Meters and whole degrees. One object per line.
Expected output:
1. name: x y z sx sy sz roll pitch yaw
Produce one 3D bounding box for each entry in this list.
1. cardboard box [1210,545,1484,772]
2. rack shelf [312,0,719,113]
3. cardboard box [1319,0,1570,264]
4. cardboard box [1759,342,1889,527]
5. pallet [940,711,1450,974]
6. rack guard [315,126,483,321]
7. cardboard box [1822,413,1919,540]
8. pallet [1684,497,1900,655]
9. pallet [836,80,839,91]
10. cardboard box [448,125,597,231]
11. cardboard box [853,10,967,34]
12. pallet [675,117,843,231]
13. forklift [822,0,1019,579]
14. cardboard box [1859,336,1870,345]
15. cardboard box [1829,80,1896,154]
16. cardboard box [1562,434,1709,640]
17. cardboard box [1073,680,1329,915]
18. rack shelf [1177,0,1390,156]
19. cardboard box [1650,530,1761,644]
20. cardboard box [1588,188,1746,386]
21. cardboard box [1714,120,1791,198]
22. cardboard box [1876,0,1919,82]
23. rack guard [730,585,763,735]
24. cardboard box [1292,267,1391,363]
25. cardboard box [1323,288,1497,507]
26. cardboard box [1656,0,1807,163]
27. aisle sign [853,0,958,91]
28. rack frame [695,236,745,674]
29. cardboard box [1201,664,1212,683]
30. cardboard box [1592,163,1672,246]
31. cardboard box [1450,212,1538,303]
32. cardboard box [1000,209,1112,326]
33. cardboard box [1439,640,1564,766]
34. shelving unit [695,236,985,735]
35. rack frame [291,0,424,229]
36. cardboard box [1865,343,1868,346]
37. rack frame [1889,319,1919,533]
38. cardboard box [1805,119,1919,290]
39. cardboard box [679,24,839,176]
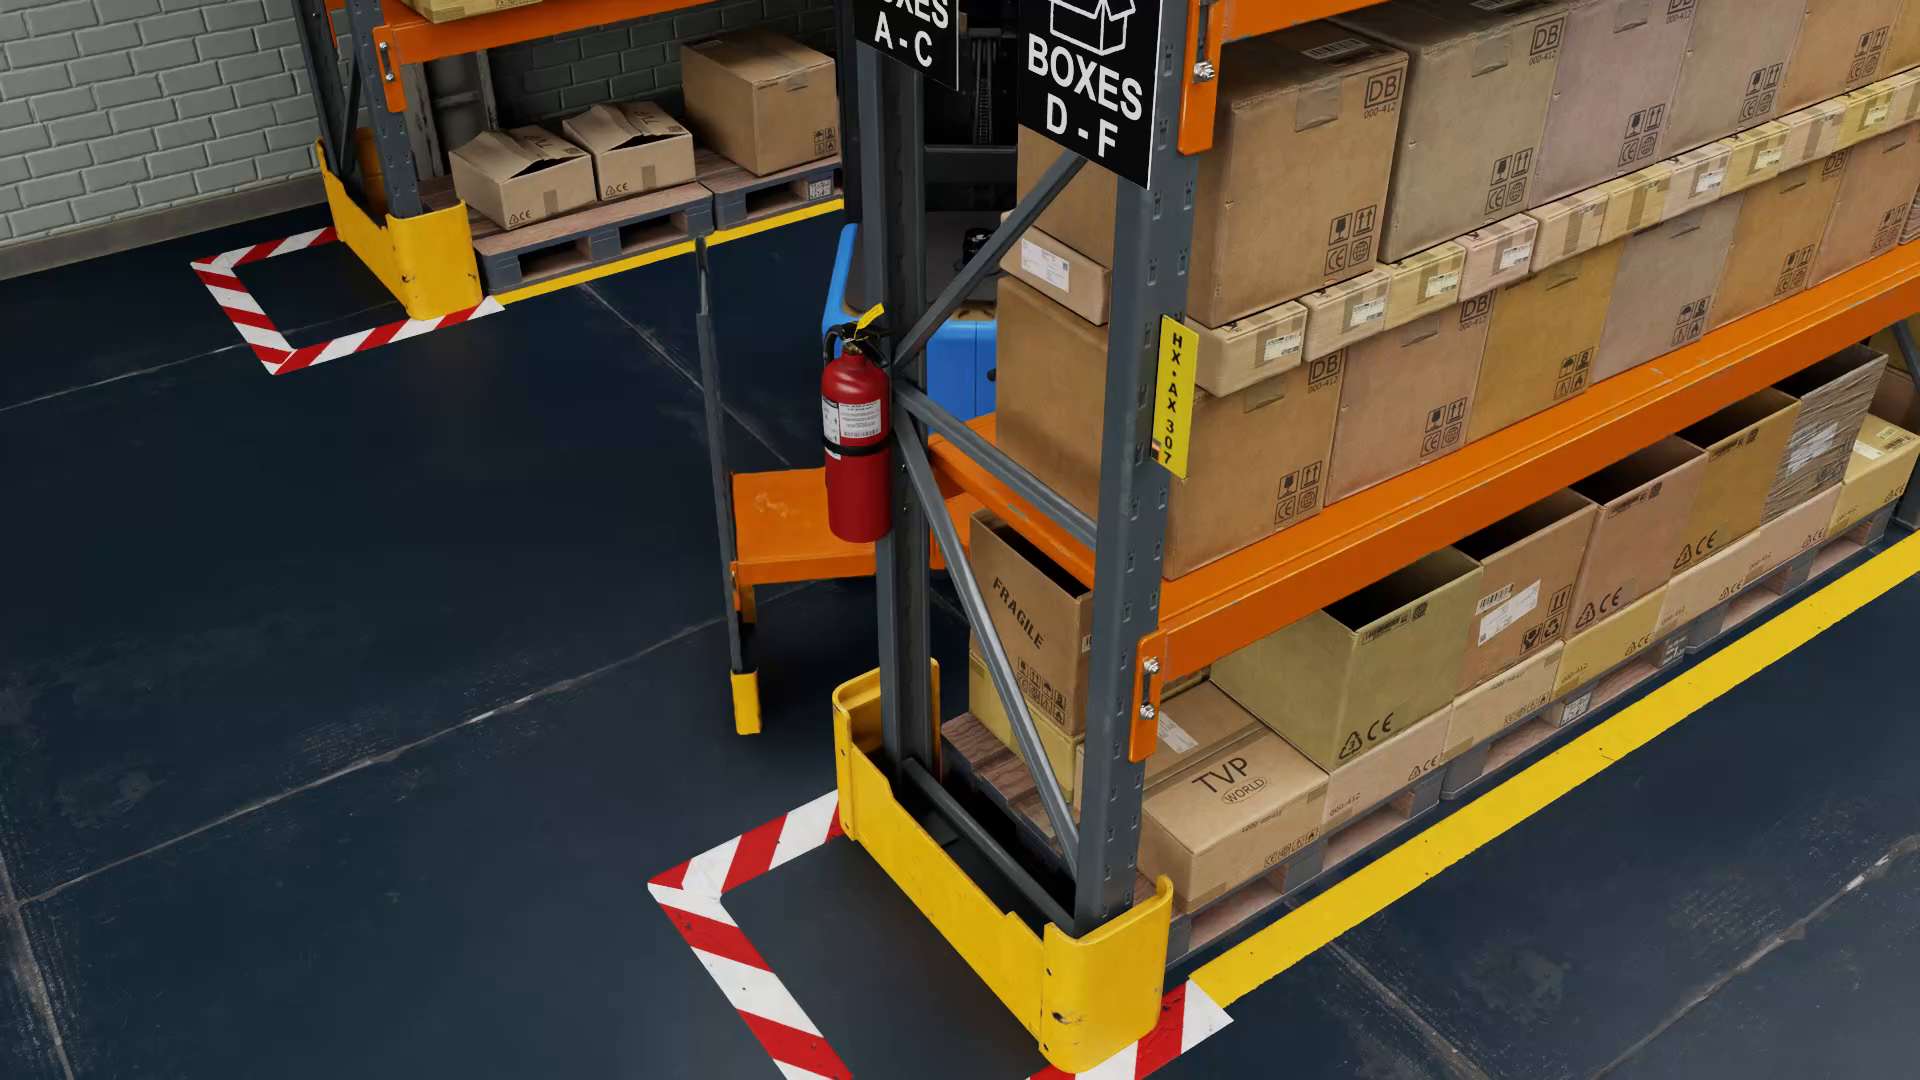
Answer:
1. cardboard box: 1.079 0.238 4.704 0.500 0.500 0.500 -22 41 -28
2. rack shelf: -1.117 -2.904 8.335 4.000 0.370 1.077 -22 41 -28
3. cardboard box: 0.963 -1.076 3.980 0.500 0.500 0.700 -24 42 -29
4. cardboard box: 2.705 -0.442 5.648 0.500 0.500 0.500 -22 41 -28
5. pallet: 0.705 0.694 5.104 1.213 0.211 1.003 -22 41 -28
6. rack guard: -2.690 -1.534 7.955 0.348 0.500 1.175 -22 41 -28
7. cardboard box: 3.121 -0.300 6.093 0.500 0.250 0.500 -22 41 -28
8. pallet: 2.700 -0.126 6.245 1.213 0.211 1.003 -22 41 -28
9. pallet: -0.011 -2.494 9.537 1.213 0.211 1.003 -22 41 -28
10. cardboard box: -2.135 -1.800 8.110 0.500 0.311 0.500 -28 44 -33
11. cardboard box: -0.308 -2.664 9.150 0.500 0.500 0.500 -26 43 -31
12. pallet: -1.009 -2.081 8.963 1.213 0.211 1.003 -22 41 -28
13. forklift: 0.103 -1.873 6.344 1.130 2.935 3.031 1 36 2
14. cardboard box: 3.540 -1.061 6.671 0.500 0.311 0.500 -22 41 -28
15. cardboard box: 2.442 -1.275 4.812 0.250 0.149 0.380 -23 41 -28
16. cardboard box: 1.899 -0.096 5.168 0.500 0.500 0.500 -22 41 -28
17. cardboard box: 0.671 0.711 4.687 0.500 0.250 0.500 -22 41 -28
18. rack shelf: 1.739 -1.759 4.174 4.000 0.370 1.077 -22 41 -28
19. cardboard box: 2.306 0.039 5.622 0.500 0.250 0.500 -22 41 -28
20. cardboard box: 1.757 -0.874 4.810 0.500 0.500 0.700 -21 41 -27
21. cardboard box: 2.021 -1.099 4.568 0.250 0.149 0.380 -21 41 -26
22. cardboard box: 2.603 -1.750 4.918 0.500 0.500 0.700 -22 41 -28
23. rack guard: -0.719 0.357 5.539 0.087 0.250 0.587 -5 36 -6
24. cardboard box: 0.764 -0.584 3.851 0.250 0.149 0.380 -24 42 -29
25. cardboard box: 0.920 -0.531 4.333 0.500 0.500 0.700 -21 41 -27
26. cardboard box: 1.784 -1.414 4.451 0.500 0.500 0.700 -22 41 -28
27. aisle sign: -0.118 -1.334 3.309 0.004 0.787 0.394 -22 41 -28
28. rack frame: -0.738 -0.149 5.172 0.032 1.500 0.500 -5 36 -6
29. cardboard box: 0.774 0.290 5.273 0.500 0.250 0.500 -22 41 -28
30. cardboard box: 1.601 -0.928 4.330 0.250 0.149 0.380 -23 42 -28
31. cardboard box: 1.176 -0.751 4.084 0.250 0.149 0.380 -23 42 -29
32. cardboard box: 0.307 -0.684 3.991 0.250 0.149 0.380 -23 42 -29
33. cardboard box: 1.486 0.373 5.157 0.500 0.250 0.500 -22 41 -28
34. shelving unit: -0.225 -0.190 5.229 1.083 1.500 0.587 -5 36 -6
35. rack frame: -2.752 -2.523 7.189 0.127 3.000 1.000 -22 41 -28
36. cardboard box: 3.546 -0.838 6.841 0.500 0.250 0.500 -23 42 -28
37. rack frame: 3.374 -1.506 5.775 0.127 3.000 1.000 -22 41 -28
38. cardboard box: 2.588 -1.214 5.283 0.500 0.500 0.700 -23 42 -28
39. cardboard box: -1.040 -2.292 8.631 0.500 0.500 0.700 -25 43 -31
